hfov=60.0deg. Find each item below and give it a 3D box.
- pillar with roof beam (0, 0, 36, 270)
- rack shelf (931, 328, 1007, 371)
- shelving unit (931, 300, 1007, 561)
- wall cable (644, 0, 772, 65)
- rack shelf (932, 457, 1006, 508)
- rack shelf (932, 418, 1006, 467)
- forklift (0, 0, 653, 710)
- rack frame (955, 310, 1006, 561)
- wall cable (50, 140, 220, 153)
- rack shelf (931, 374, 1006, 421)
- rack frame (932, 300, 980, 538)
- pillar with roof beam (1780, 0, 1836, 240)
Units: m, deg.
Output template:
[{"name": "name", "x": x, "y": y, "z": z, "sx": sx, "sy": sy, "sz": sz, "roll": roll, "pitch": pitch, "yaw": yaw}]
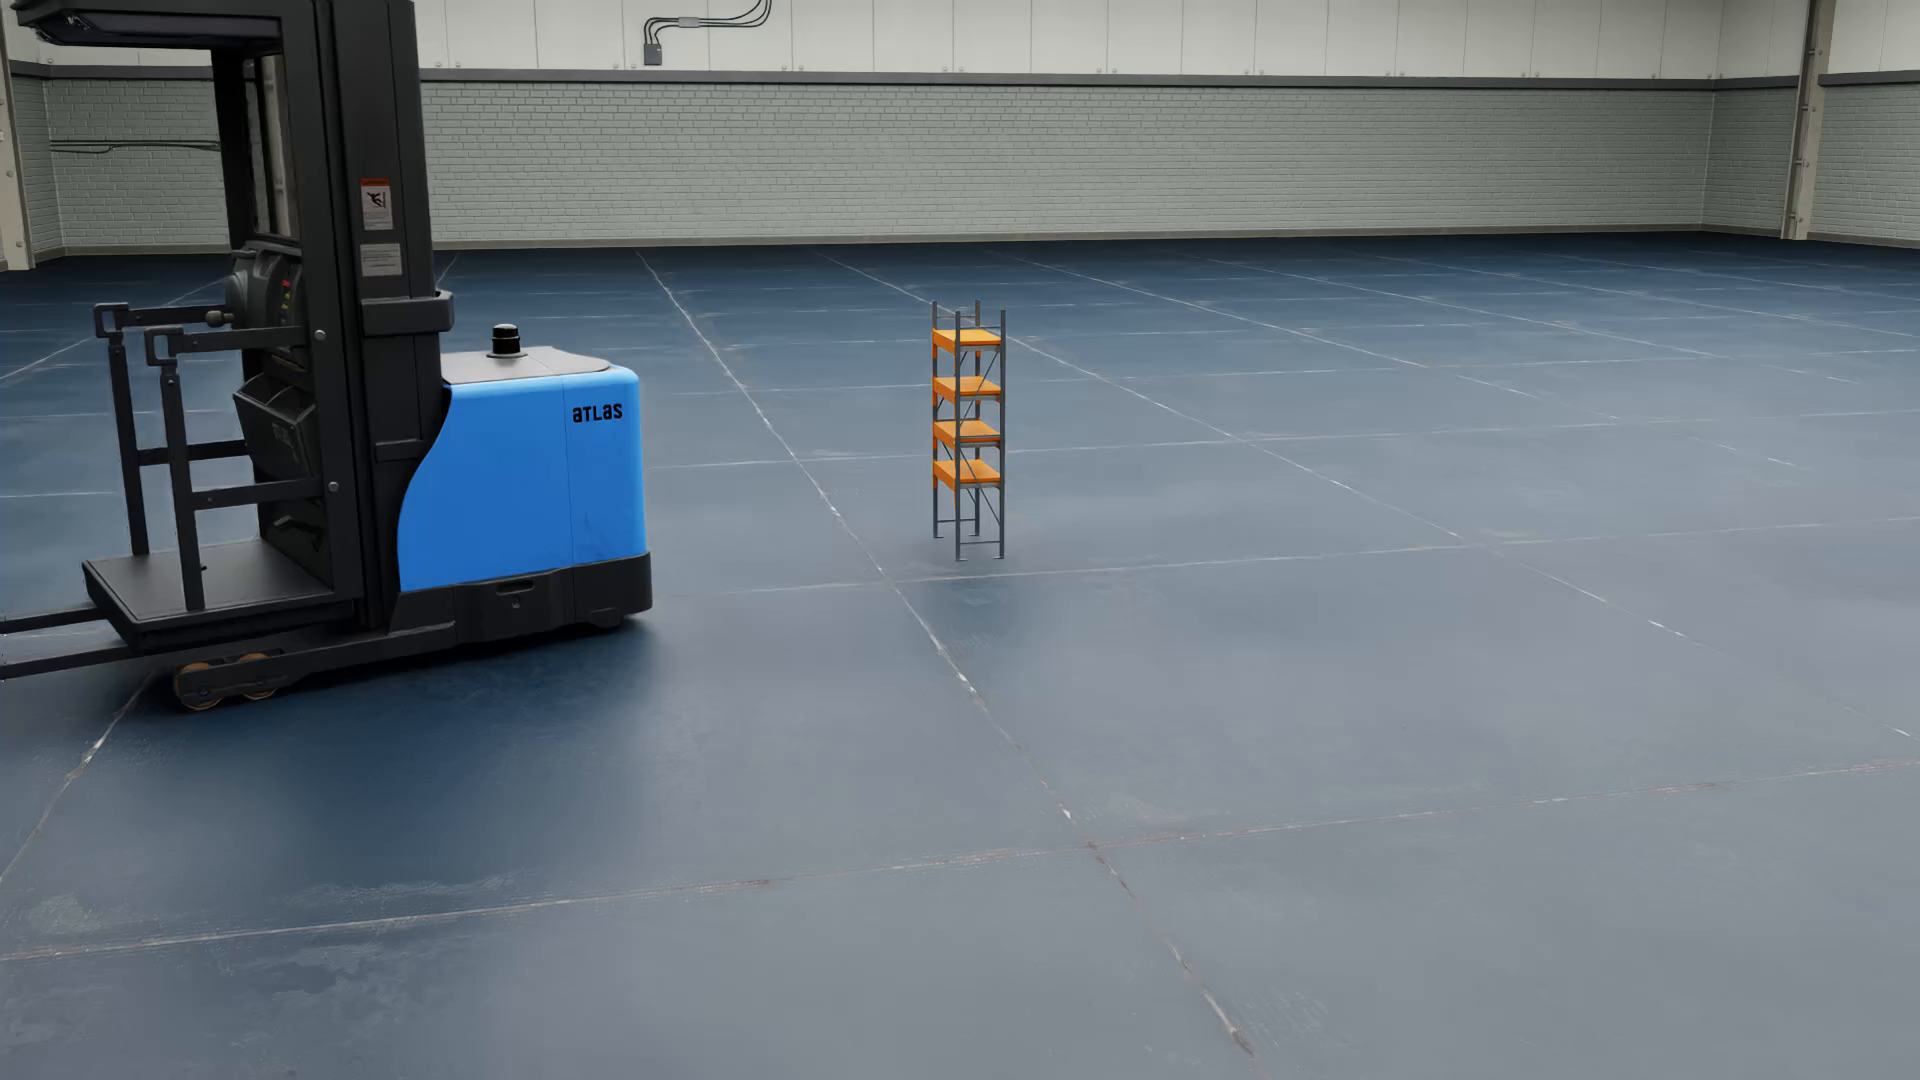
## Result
[{"name": "pillar with roof beam", "x": -10.122, "y": -8.742, "z": 25.249, "sx": 9.100, "sy": 9.000, "sz": 0.400, "roll": -3, "pitch": 14, "yaw": -13}, {"name": "rack shelf", "x": 0.039, "y": -0.926, "z": 8.035, "sx": 0.258, "sy": 0.148, "sz": 0.480, "roll": -3, "pitch": 14, "yaw": -13}, {"name": "shelving unit", "x": 0.039, "y": -0.545, "z": 8.128, "sx": 0.258, "sy": 1.200, "sz": 0.503, "roll": -3, "pitch": 14, "yaw": -13}, {"name": "wall cable", "x": -4.481, "y": -11.433, "z": 29.097, "sx": 2.305, "sy": 6.003, "sz": 0.169, "roll": -3, "pitch": 14, "yaw": -13}, {"name": "rack shelf", "x": 0.039, "y": -0.286, "z": 8.191, "sx": 0.258, "sy": 0.148, "sz": 0.480, "roll": -3, "pitch": 14, "yaw": -13}, {"name": "rack shelf", "x": 0.039, "y": -0.479, "z": 8.144, "sx": 0.258, "sy": 0.148, "sz": 0.480, "roll": -3, "pitch": 14, "yaw": -13}, {"name": "forklift", "x": -2.784, "y": -0.958, "z": 6.175, "sx": 3.031, "sy": 2.935, "sz": 1.130, "roll": -10, "pitch": 17, "yaw": -35}, {"name": "rack frame", "x": 0.096, "y": -0.488, "z": 7.898, "sx": 0.240, "sy": 1.200, "sz": 0.015, "roll": -3, "pitch": 14, "yaw": -13}, {"name": "wall cable", "x": -13.713, "y": -7.747, "z": 27.718, "sx": 3.097, "sy": 2.526, "sz": 0.112, "roll": -3, "pitch": 14, "yaw": -13}, {"name": "rack shelf", "x": 0.039, "y": -0.697, "z": 8.091, "sx": 0.258, "sy": 0.148, "sz": 0.480, "roll": -3, "pitch": 14, "yaw": -13}, {"name": "rack frame", "x": -0.018, "y": -0.601, "z": 8.359, "sx": 0.240, "sy": 1.200, "sz": 0.015, "roll": -3, "pitch": 14, "yaw": -13}, {"name": "pillar with roof beam", "x": 12.128, "y": -10.018, "z": 30.471, "sx": 9.100, "sy": 9.000, "sz": 0.400, "roll": -3, "pitch": 14, "yaw": -13}]
